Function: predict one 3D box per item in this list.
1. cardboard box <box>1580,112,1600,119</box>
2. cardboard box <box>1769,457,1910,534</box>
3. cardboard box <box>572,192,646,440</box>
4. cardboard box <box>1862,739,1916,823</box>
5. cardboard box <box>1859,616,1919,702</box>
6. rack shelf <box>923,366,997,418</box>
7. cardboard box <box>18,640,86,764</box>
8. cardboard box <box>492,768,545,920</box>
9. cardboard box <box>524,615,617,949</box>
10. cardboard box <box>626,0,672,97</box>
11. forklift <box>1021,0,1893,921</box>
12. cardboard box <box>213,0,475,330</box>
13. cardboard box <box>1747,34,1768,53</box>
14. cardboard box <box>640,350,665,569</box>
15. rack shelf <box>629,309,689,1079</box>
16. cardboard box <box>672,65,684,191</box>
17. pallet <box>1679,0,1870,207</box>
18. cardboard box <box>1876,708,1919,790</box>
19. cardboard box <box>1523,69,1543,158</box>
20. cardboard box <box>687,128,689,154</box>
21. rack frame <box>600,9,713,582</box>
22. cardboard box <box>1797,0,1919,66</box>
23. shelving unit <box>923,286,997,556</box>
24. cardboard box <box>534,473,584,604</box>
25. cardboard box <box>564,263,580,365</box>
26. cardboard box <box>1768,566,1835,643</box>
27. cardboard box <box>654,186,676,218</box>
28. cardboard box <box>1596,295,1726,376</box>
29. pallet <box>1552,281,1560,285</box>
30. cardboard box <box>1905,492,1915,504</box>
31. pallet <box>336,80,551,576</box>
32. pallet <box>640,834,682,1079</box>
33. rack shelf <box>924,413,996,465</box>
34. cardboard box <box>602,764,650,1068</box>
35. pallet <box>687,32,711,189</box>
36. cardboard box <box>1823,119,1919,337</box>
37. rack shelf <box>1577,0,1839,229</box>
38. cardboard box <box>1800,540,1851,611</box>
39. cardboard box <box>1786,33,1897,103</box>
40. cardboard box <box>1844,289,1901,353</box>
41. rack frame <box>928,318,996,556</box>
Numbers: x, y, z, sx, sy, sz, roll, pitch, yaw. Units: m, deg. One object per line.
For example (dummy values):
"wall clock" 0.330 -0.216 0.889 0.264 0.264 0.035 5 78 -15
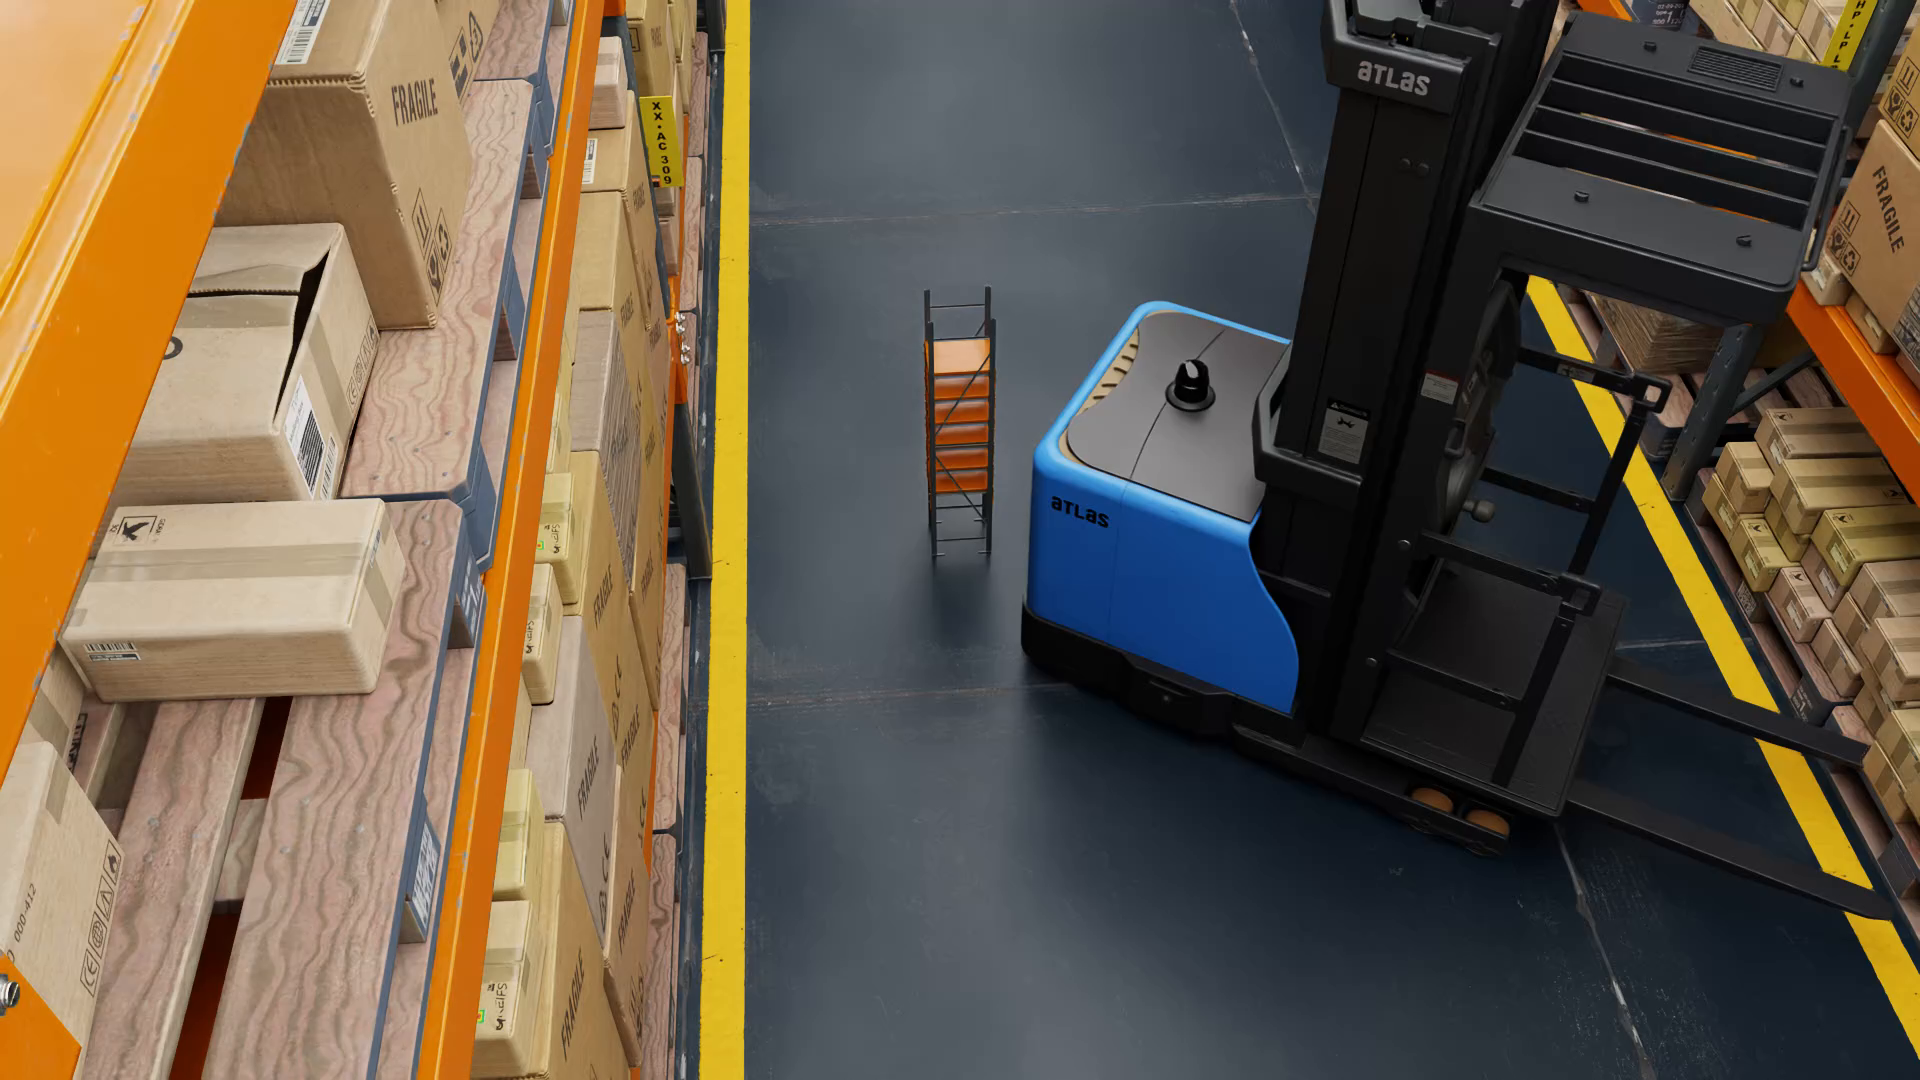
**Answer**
"cardboard box" 3.035 -2.080 7.570 0.500 0.250 0.500 -5 47 -5
"cardboard box" 3.224 -0.164 6.104 0.380 0.149 0.250 -1 47 -1
"cardboard box" -1.138 -0.572 4.468 0.500 0.500 0.500 -4 47 -4
"cardboard box" 3.297 0.795 5.605 0.380 0.149 0.250 -5 47 -4
"cardboard box" 3.279 0.393 5.577 0.380 0.149 0.250 -3 47 -2
"rack shelf" -0.001 -0.558 6.182 0.258 0.103 0.180 -3 47 -3
"cardboard box" -1.394 0.266 2.181 0.380 0.149 0.250 -7 47 -6
"cardboard box" -0.946 0.564 2.946 0.380 0.149 0.250 -5 47 -5
"cardboard box" -1.009 0.520 3.434 0.500 0.500 0.500 -4 47 -4
"cardboard box" -1.237 -1.600 5.442 0.500 0.500 0.500 -3 47 -3
"forklift" 1.778 -0.367 5.079 3.031 2.935 1.130 21 50 19
"cardboard box" -1.171 -0.704 2.858 0.500 0.500 0.500 -3 47 -3
"cardboard box" 3.185 -1.781 6.255 0.380 0.149 0.250 -3 47 -3
"cardboard box" -1.145 -0.228 4.831 0.500 0.500 0.500 -5 47 -4
"rack shelf" -1.319 0.808 4.414 1.077 0.370 4.000 -3 47 -3
"cardboard box" -1.305 -1.543 6.249 0.500 0.250 0.500 -5 47 -4
"pallet" 3.519 -1.756 6.479 1.003 0.211 1.213 -3 47 -3
"cardboard box" 3.293 0.689 5.500 0.380 0.149 0.250 -4 47 -4
"cardboard box" 3.001 -2.177 8.178 0.500 0.500 0.500 -5 47 -4
"cardboard box" -1.776 -2.043 7.793 0.875 0.875 0.875 -3 47 -3
"rack frame" -1.487 -0.886 5.523 1.000 3.000 0.127 -3 47 -3
"cardboard box" 3.209 -1.801 5.864 0.380 0.149 0.250 -2 47 -1
"shelving unit" -0.001 -0.423 6.324 0.258 1.200 0.189 -3 47 -3
"cardboard box" -0.993 0.009 3.472 0.380 0.149 0.250 -5 47 -4
"cardboard box" -1.123 -0.544 3.995 0.380 0.149 0.250 -4 47 -4
"cardboard box" 3.243 0.228 6.142 0.380 0.149 0.250 -4 47 -3
"cardboard box" -1.242 -1.342 5.714 0.500 0.250 0.500 -5 47 -4
"cardboard box" 3.125 -1.065 7.125 0.500 0.500 0.500 -4 47 -4
"pallet" 3.266 -1.749 8.261 1.003 0.211 1.213 -3 47 -3
"cardboard box" 3.816 -0.123 6.270 0.380 0.149 0.250 -6 47 -5
"pallet" -1.330 -0.414 3.071 1.003 0.211 1.213 -3 47 -3
"pallet" -1.396 1.513 5.172 1.003 0.211 1.213 -3 47 -3
"rack shelf" -0.001 -0.392 6.357 0.258 0.103 0.180 -3 47 -3
"cardboard box" -1.001 0.876 3.786 0.500 0.500 0.500 -4 47 -4
"pallet" -1.831 -2.246 8.732 1.003 0.211 1.213 -3 47 -3
"cardboard box" 3.228 -1.023 5.379 0.500 0.500 0.500 -4 47 -4
"rack shelf" 3.270 -2.460 7.509 1.077 0.370 4.000 -3 47 -3
"cardboard box" 3.316 0.107 6.052 0.380 0.149 0.250 -4 47 -4
"cardboard box" 3.207 -1.696 5.969 0.380 0.149 0.250 -2 47 -2
"cardboard box" 3.231 -0.766 5.583 0.380 0.149 0.250 -2 47 -2
"rack frame" 0.006 -0.357 6.262 0.240 1.200 0.006 -3 47 -3
